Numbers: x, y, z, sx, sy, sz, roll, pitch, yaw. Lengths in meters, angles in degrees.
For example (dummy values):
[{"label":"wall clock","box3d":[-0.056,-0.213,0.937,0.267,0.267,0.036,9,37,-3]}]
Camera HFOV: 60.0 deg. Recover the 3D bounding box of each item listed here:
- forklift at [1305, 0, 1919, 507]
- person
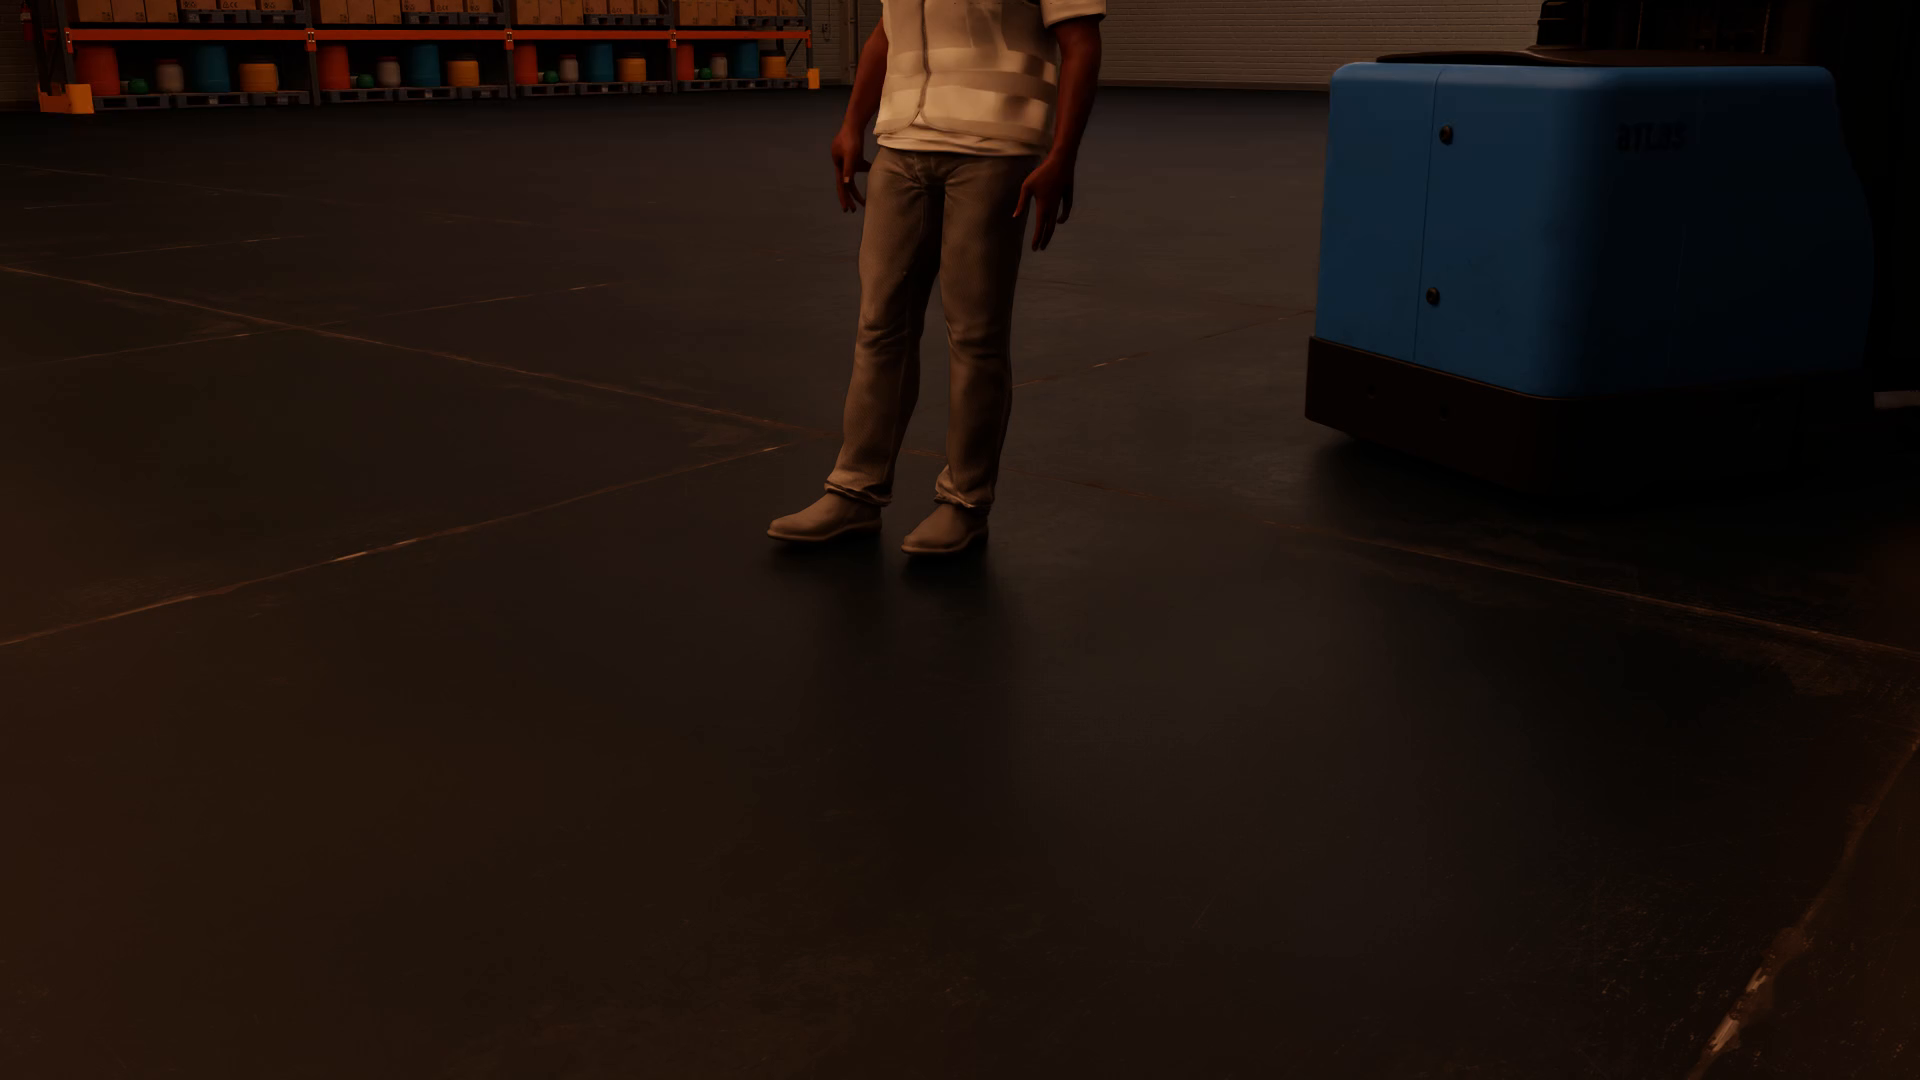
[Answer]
[{"label":"forklift","box3d":[2.575,-1.748,4.654,3.031,2.935,1.130,-7,18,-23]},{"label":"person","box3d":[-0.048,-0.837,3.634,0.666,1.768,0.575,13,21,37]}]
